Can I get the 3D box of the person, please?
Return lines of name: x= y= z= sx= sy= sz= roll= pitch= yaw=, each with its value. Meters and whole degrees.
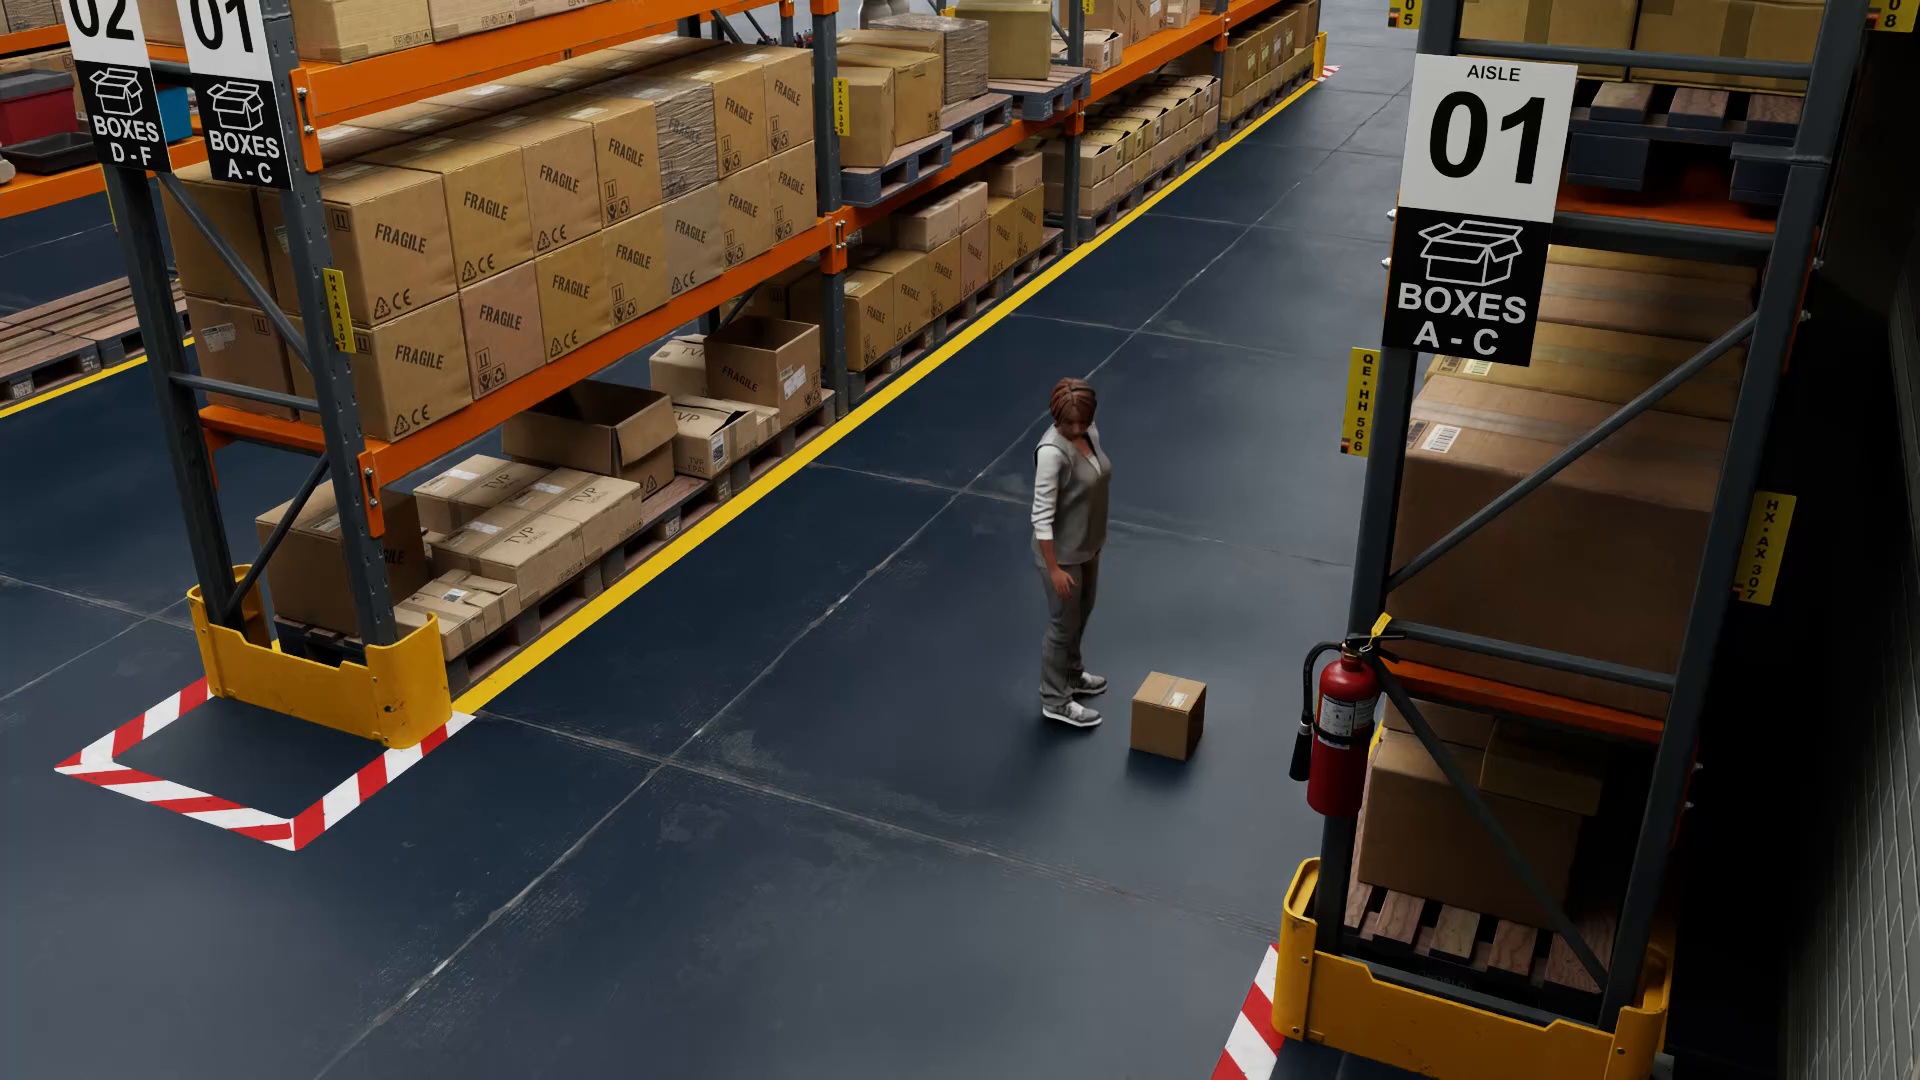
person: x=0.483 y=0.049 z=6.999 sx=0.340 sy=1.611 sz=0.575 roll=12 pitch=29 yaw=22
